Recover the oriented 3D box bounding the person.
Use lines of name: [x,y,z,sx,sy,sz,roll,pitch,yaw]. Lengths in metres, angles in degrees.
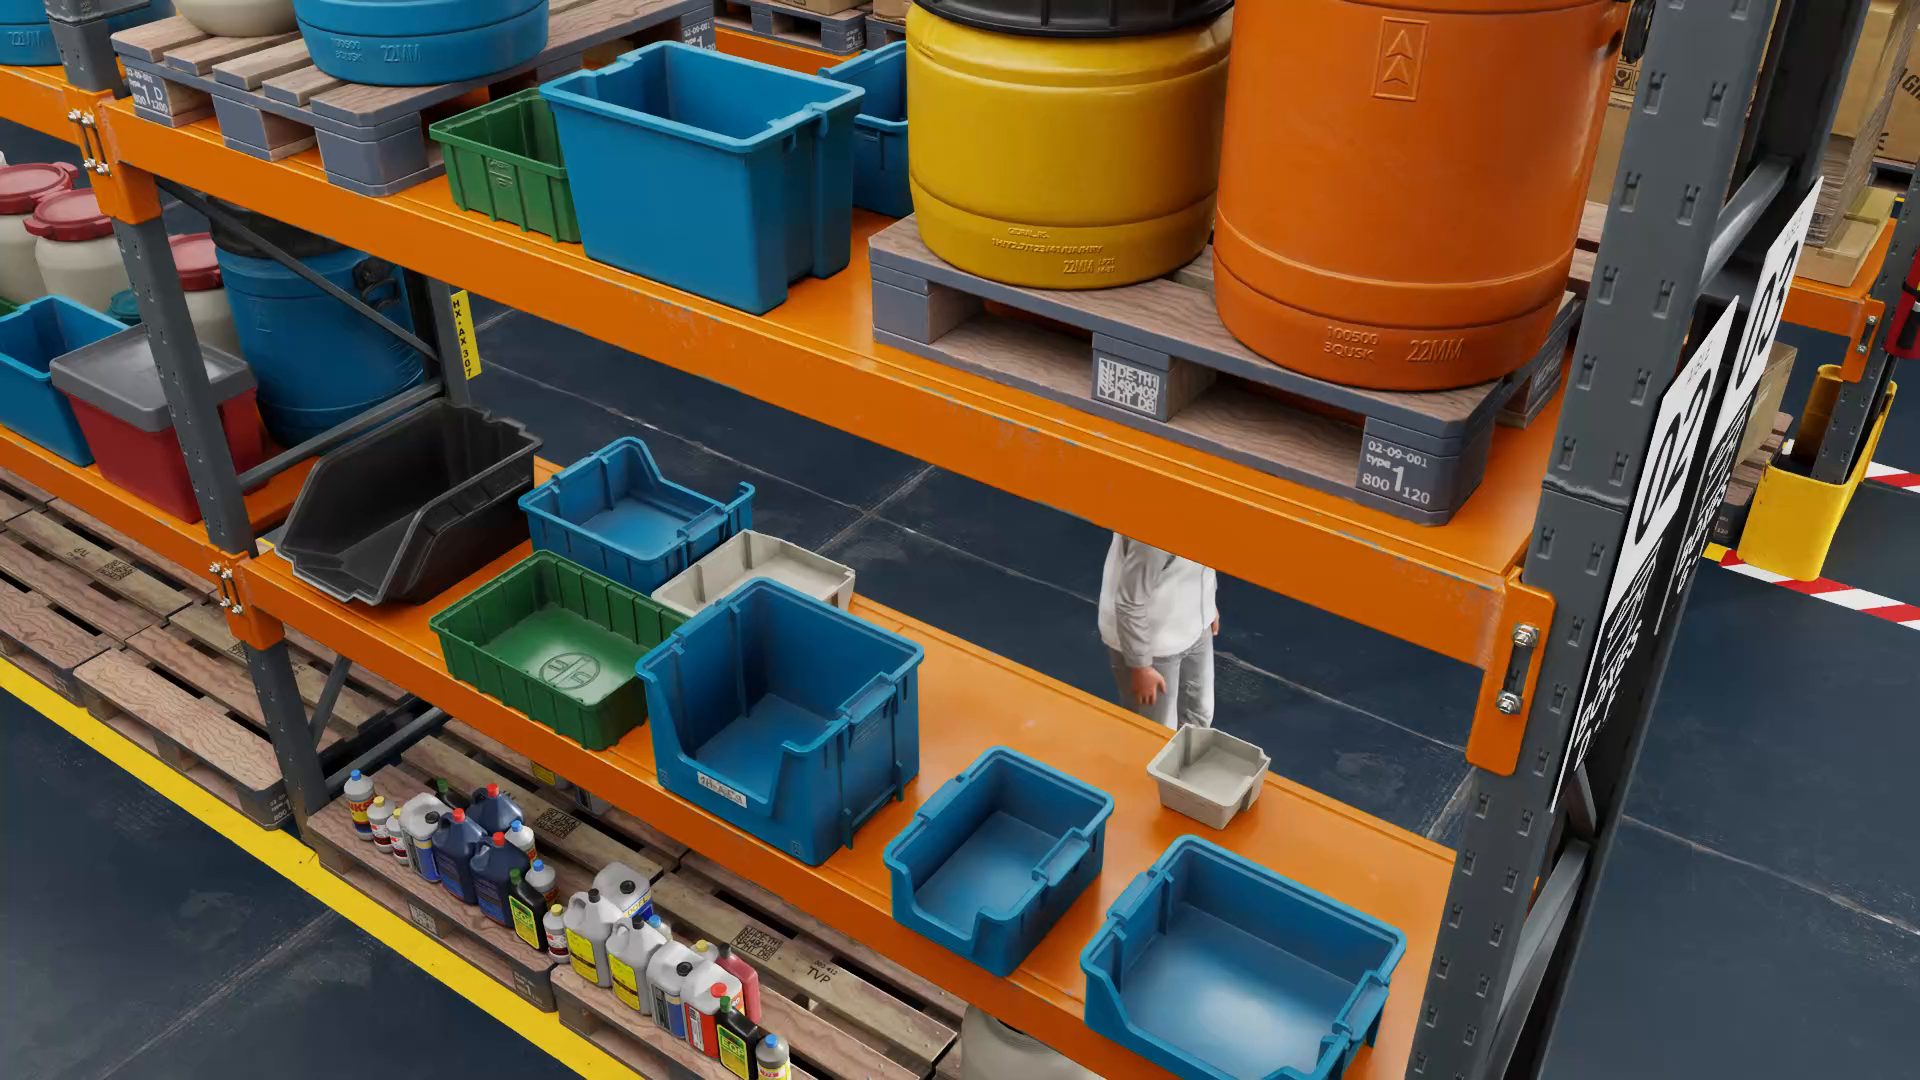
person: [0.717,0.310,5.666,0.472,1.771,0.581,20,39,26]
